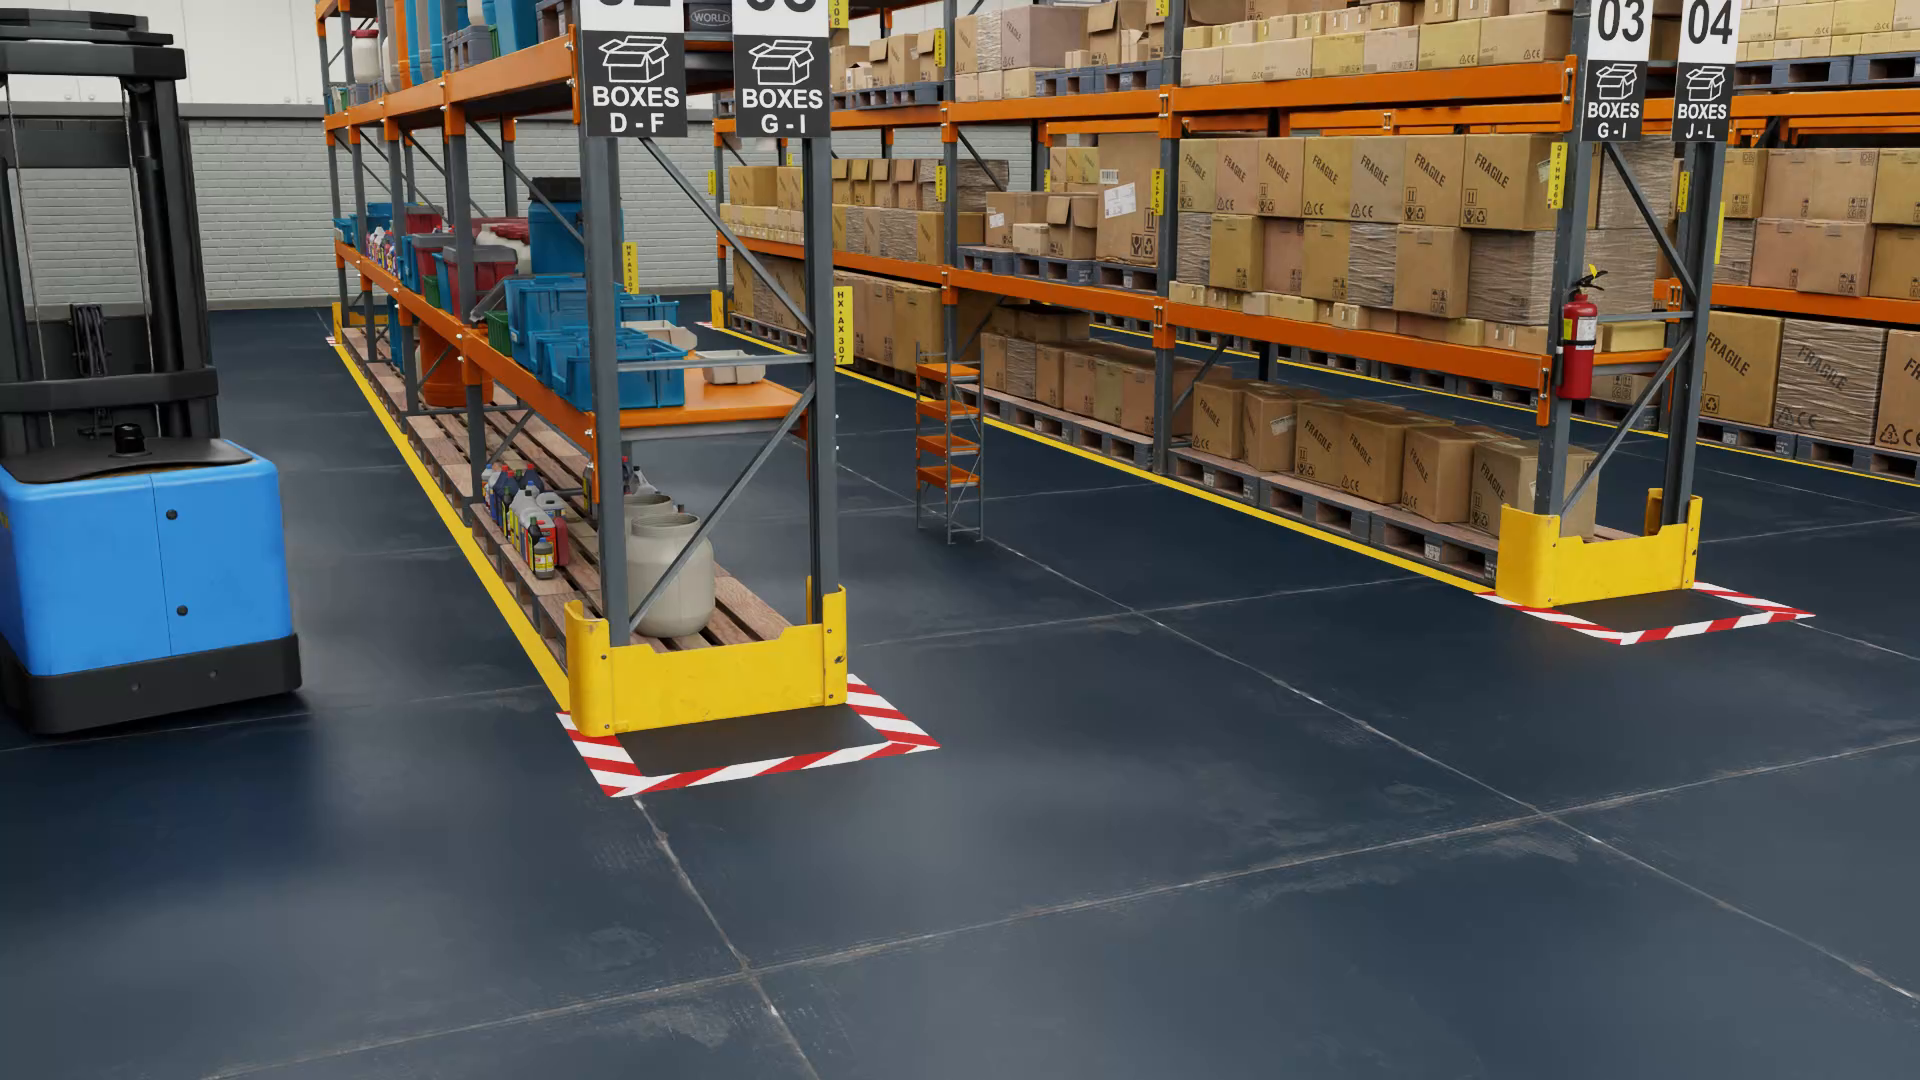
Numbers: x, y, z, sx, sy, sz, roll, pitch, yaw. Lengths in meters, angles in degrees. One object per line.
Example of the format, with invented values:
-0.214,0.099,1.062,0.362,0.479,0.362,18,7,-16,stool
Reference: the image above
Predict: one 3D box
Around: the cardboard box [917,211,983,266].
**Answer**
-0.097,-2.949,16.237,0.500,0.500,0.500,-5,14,-21,cardboard box

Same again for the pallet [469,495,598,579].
-2.377,-0.046,10.100,1.003,0.211,1.213,-6,14,-23,pallet

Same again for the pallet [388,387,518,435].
-4.564,-1.174,14.974,1.003,0.211,1.213,-6,14,-23,pallet

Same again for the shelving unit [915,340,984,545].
-0.066,-0.619,10.382,0.258,1.200,0.503,-6,14,-23,shelving unit

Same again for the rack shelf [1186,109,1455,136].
4.112,-4.772,19.278,1.077,0.370,4.000,-6,14,-23,rack shelf

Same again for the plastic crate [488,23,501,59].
-2.226,-2.554,8.572,0.336,0.188,0.450,-6,14,-23,plastic crate

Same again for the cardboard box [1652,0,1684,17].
3.634,-2.828,8.733,0.380,0.149,0.250,-6,14,-23,cardboard box

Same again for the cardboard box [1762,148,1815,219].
6.958,-2.838,13.252,0.875,0.550,0.550,-6,14,-23,cardboard box

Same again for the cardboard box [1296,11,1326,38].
2.335,-3.216,10.408,0.380,0.149,0.250,-6,14,-24,cardboard box

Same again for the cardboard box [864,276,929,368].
-0.280,-2.319,17.520,1.225,0.875,0.875,-6,14,-23,cardboard box

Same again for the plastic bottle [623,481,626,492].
-1.963,-0.210,9.673,0.061,0.283,0.133,-6,14,-23,plastic bottle

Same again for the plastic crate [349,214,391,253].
-6.312,-3.287,17.821,0.392,0.384,0.575,-6,14,-23,plastic crate

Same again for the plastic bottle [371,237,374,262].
-5.808,-2.905,16.554,0.097,0.271,0.097,0,13,0,plastic bottle

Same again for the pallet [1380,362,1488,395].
5.160,-1.720,17.331,1.003,0.211,1.213,-6,14,-23,pallet

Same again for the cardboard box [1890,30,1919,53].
6.959,-3.593,11.995,0.380,0.149,0.250,-5,14,-22,cardboard box

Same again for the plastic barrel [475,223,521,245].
-3.603,-2.234,13.124,0.421,0.512,0.421,0,13,0,plastic barrel

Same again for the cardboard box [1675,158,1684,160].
8.961,-4.335,20.007,0.500,0.500,0.500,-6,14,-24,cardboard box

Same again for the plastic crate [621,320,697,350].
-1.726,-1.106,9.080,0.530,0.136,0.437,-6,14,-23,plastic crate

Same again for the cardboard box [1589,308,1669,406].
6.184,-1.650,14.905,1.050,0.750,0.750,-6,14,-23,cardboard box

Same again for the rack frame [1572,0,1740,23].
3.532,-4.091,8.087,1.000,3.000,0.127,-6,14,-23,rack frame

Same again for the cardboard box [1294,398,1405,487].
2.611,-0.656,11.164,0.500,0.500,0.500,-7,15,-28,cardboard box

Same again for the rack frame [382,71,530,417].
-4.210,-2.373,13.972,1.000,3.000,0.127,-6,14,-23,rack frame

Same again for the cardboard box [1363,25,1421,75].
2.706,-2.842,9.678,0.500,0.250,0.500,-5,14,-22,cardboard box

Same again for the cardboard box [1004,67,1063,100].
0.703,-3.877,14.151,0.500,0.250,0.500,-5,14,-22,cardboard box

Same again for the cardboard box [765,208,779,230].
-2.106,-3.999,20.667,0.500,0.250,0.500,-5,14,-22,cardboard box

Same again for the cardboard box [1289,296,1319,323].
2.354,-1.492,10.719,0.380,0.149,0.250,-6,14,-23,cardboard box

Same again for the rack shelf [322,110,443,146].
-6.614,-4.724,19.071,1.077,0.370,4.000,-6,14,-23,rack shelf

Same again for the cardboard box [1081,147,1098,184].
2.041,-5.251,23.308,0.500,0.500,0.500,-6,14,-24,cardboard box

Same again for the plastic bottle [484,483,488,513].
-2.841,-0.271,10.121,0.097,0.201,0.097,0,13,0,plastic bottle

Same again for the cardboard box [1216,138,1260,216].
2.079,-2.456,11.230,0.500,0.500,0.500,-6,14,-23,cardboard box

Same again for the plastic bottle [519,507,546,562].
-2.275,-0.031,8.916,0.152,0.276,0.135,-6,14,-25,plastic bottle

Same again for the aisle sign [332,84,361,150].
-7.716,-5.281,20.768,0.394,0.787,0.004,-6,14,-23,aisle sign

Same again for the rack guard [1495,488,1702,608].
3.502,0.034,9.113,1.175,0.500,0.348,-6,14,-23,rack guard

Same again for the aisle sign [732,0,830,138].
-0.709,-1.999,6.587,0.394,0.787,0.004,-6,14,-23,aisle sign

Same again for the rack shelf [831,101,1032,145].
-0.473,-4.345,17.433,1.077,0.370,4.000,-6,14,-23,rack shelf

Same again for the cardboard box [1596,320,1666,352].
3.637,-1.126,9.139,0.380,0.149,0.250,-6,14,-23,cardboard box

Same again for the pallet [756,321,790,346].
-2.000,-2.705,21.590,1.003,0.211,1.213,-6,14,-23,pallet

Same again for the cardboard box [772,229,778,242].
-2.109,-3.771,20.566,0.380,0.149,0.250,-5,14,-22,cardboard box

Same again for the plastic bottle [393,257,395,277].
-4.924,-2.415,14.592,0.097,0.201,0.097,0,13,0,plastic bottle

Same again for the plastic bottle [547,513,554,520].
-2.251,-0.048,9.157,0.097,0.201,0.097,0,13,0,plastic bottle

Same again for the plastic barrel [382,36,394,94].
-4.367,-3.797,13.224,0.421,0.512,0.421,0,13,0,plastic barrel

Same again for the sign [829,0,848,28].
-0.500,-2.235,6.702,0.100,0.325,0.005,-6,14,-23,sign

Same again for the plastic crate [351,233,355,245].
-6.786,-3.433,19.002,0.293,0.136,0.466,-6,14,-23,plastic crate

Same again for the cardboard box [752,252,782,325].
-2.183,-3.330,21.886,0.875,0.875,0.875,-6,14,-23,cardboard box

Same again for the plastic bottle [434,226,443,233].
-5.203,-2.964,16.634,0.144,0.351,0.185,-6,14,-23,plastic bottle

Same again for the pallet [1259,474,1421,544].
2.724,-0.248,10.972,1.003,0.211,1.213,-6,14,-23,pallet

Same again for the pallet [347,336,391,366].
-6.635,-2.242,19.589,1.003,0.211,1.213,-6,14,-23,pallet

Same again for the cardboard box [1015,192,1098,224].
0.896,-2.860,14.920,0.700,0.500,0.500,-3,13,-15,cardboard box

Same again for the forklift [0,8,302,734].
-4.171,-0.912,7.811,1.130,2.935,3.031,-10,16,-36,forklift

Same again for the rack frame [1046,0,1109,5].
1.708,-7.823,24.215,1.000,3.000,0.127,-6,14,-23,rack frame

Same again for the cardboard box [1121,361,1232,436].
1.704,-1.120,13.123,0.700,0.500,0.500,-7,15,-27,cardboard box

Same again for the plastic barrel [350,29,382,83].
-5.832,-4.800,16.574,0.433,0.535,0.433,0,13,0,plastic barrel
